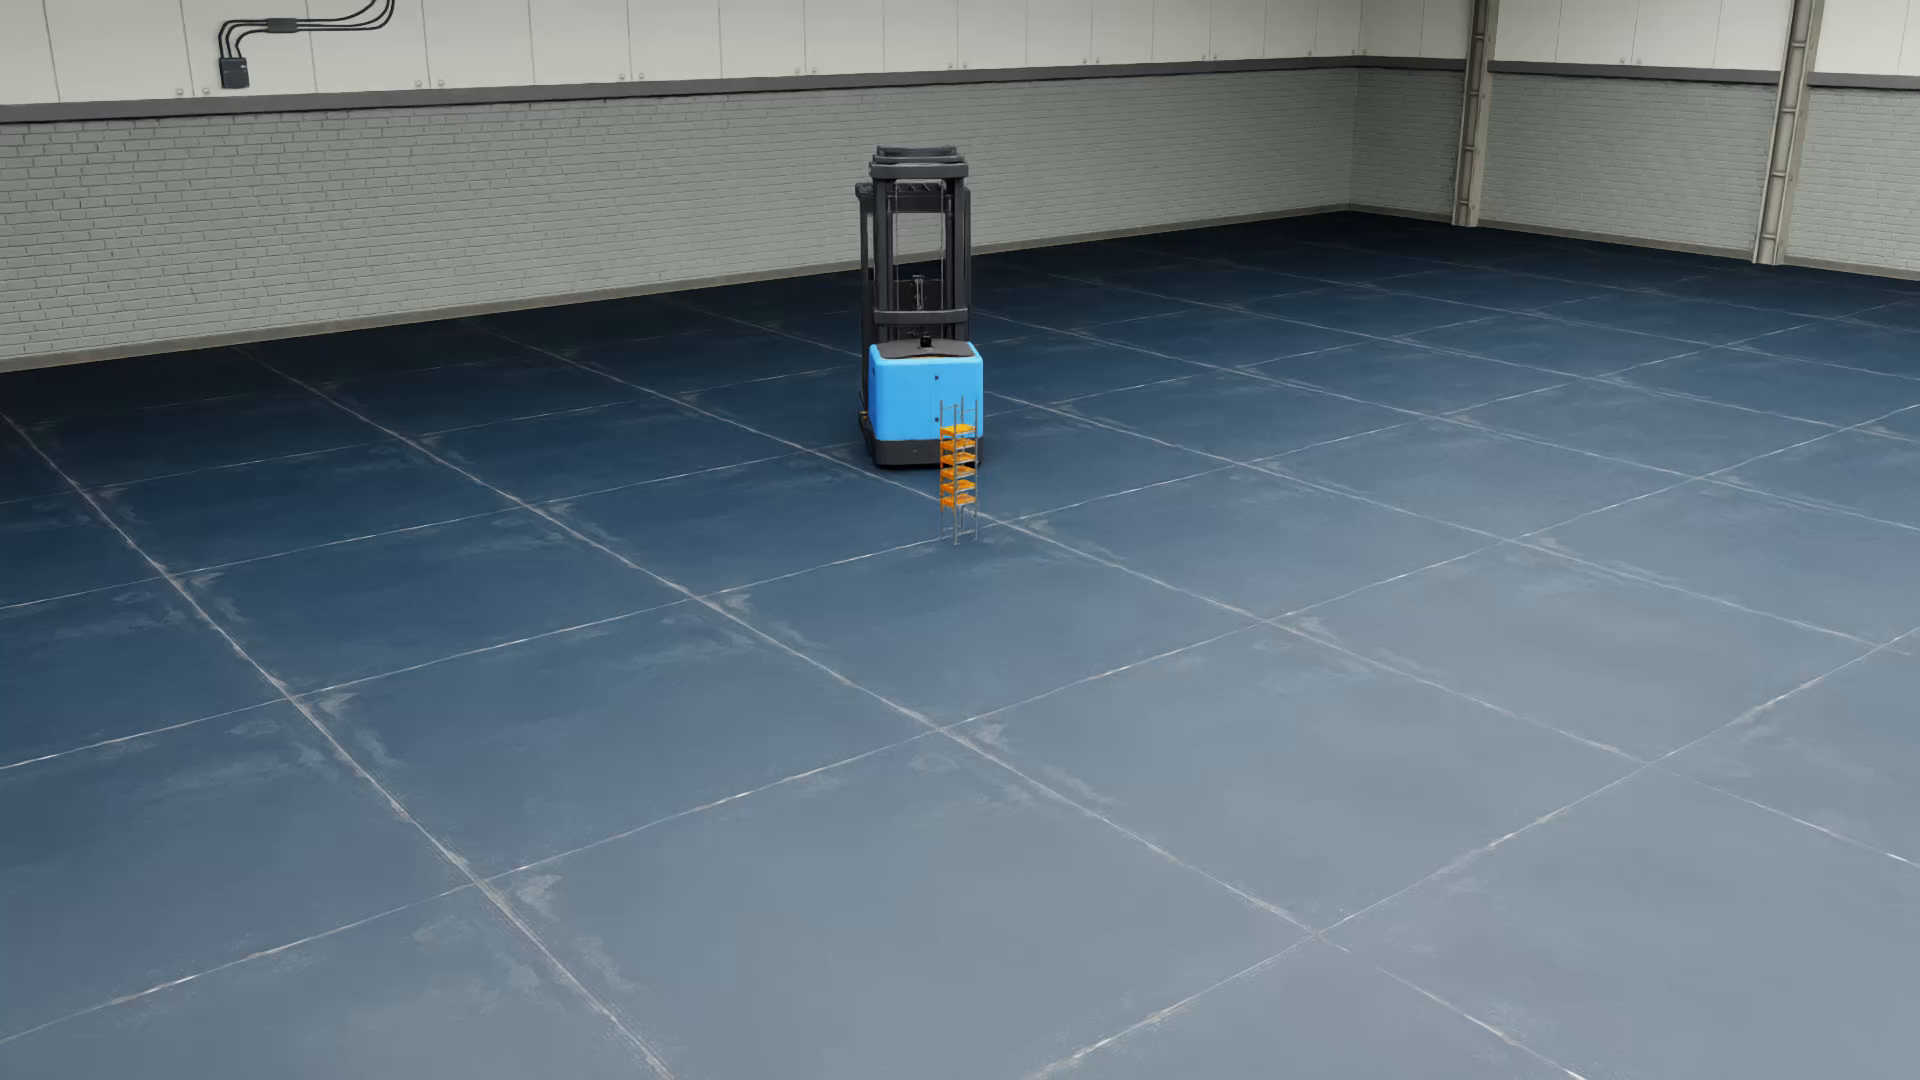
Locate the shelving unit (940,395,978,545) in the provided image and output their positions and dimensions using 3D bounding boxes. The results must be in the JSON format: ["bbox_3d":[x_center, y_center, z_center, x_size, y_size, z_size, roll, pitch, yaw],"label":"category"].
[{"bbox_3d":[-0.009,-0.573,13.685,0.258,1.200,0.189,-14,23,-36],"label":"shelving unit"}]

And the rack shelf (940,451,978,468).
[{"bbox_3d":[-0.009,-0.645,13.661,0.258,0.103,0.180,-14,23,-36],"label":"rack shelf"}]

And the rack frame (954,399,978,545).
[{"bbox_3d":[0.048,-0.551,13.617,0.240,1.200,0.006,-14,23,-36],"label":"rack frame"}]

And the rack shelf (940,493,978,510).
[{"bbox_3d":[-0.009,-0.303,13.774,0.258,0.103,0.180,-14,23,-36],"label":"rack shelf"}]

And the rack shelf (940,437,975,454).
[{"bbox_3d":[-0.009,-0.759,13.623,0.258,0.103,0.180,-14,23,-36],"label":"rack shelf"}]

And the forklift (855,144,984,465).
[{"bbox_3d":[-0.471,-2.523,16.819,1.130,2.935,3.031,-2,18,-7],"label":"forklift"}]

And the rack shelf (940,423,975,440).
[{"bbox_3d":[-0.009,-0.873,13.585,0.258,0.103,0.180,-14,23,-36],"label":"rack shelf"}]

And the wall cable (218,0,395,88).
[{"bbox_3d":[-8.225,-8.681,20.354,2.305,6.003,0.169,-14,23,-36],"label":"wall cable"}]

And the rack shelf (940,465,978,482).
[{"bbox_3d":[-0.009,-0.531,13.699,0.258,0.103,0.180,-14,23,-36],"label":"rack shelf"}]

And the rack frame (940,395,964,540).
[{"bbox_3d":[-0.066,-0.596,13.753,0.240,1.200,0.006,-14,23,-36],"label":"rack frame"}]

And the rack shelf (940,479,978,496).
[{"bbox_3d":[-0.009,-0.417,13.736,0.258,0.103,0.180,-14,23,-36],"label":"rack shelf"}]

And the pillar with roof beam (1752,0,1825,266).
[{"bbox_3d":[10.159,-8.063,23.898,9.100,9.000,0.400,-14,23,-36],"label":"pillar with roof beam"}]

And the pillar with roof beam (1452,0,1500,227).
[{"bbox_3d":[6.433,-9.542,28.363,9.100,9.000,0.400,-14,23,-36],"label":"pillar with roof beam"}]
